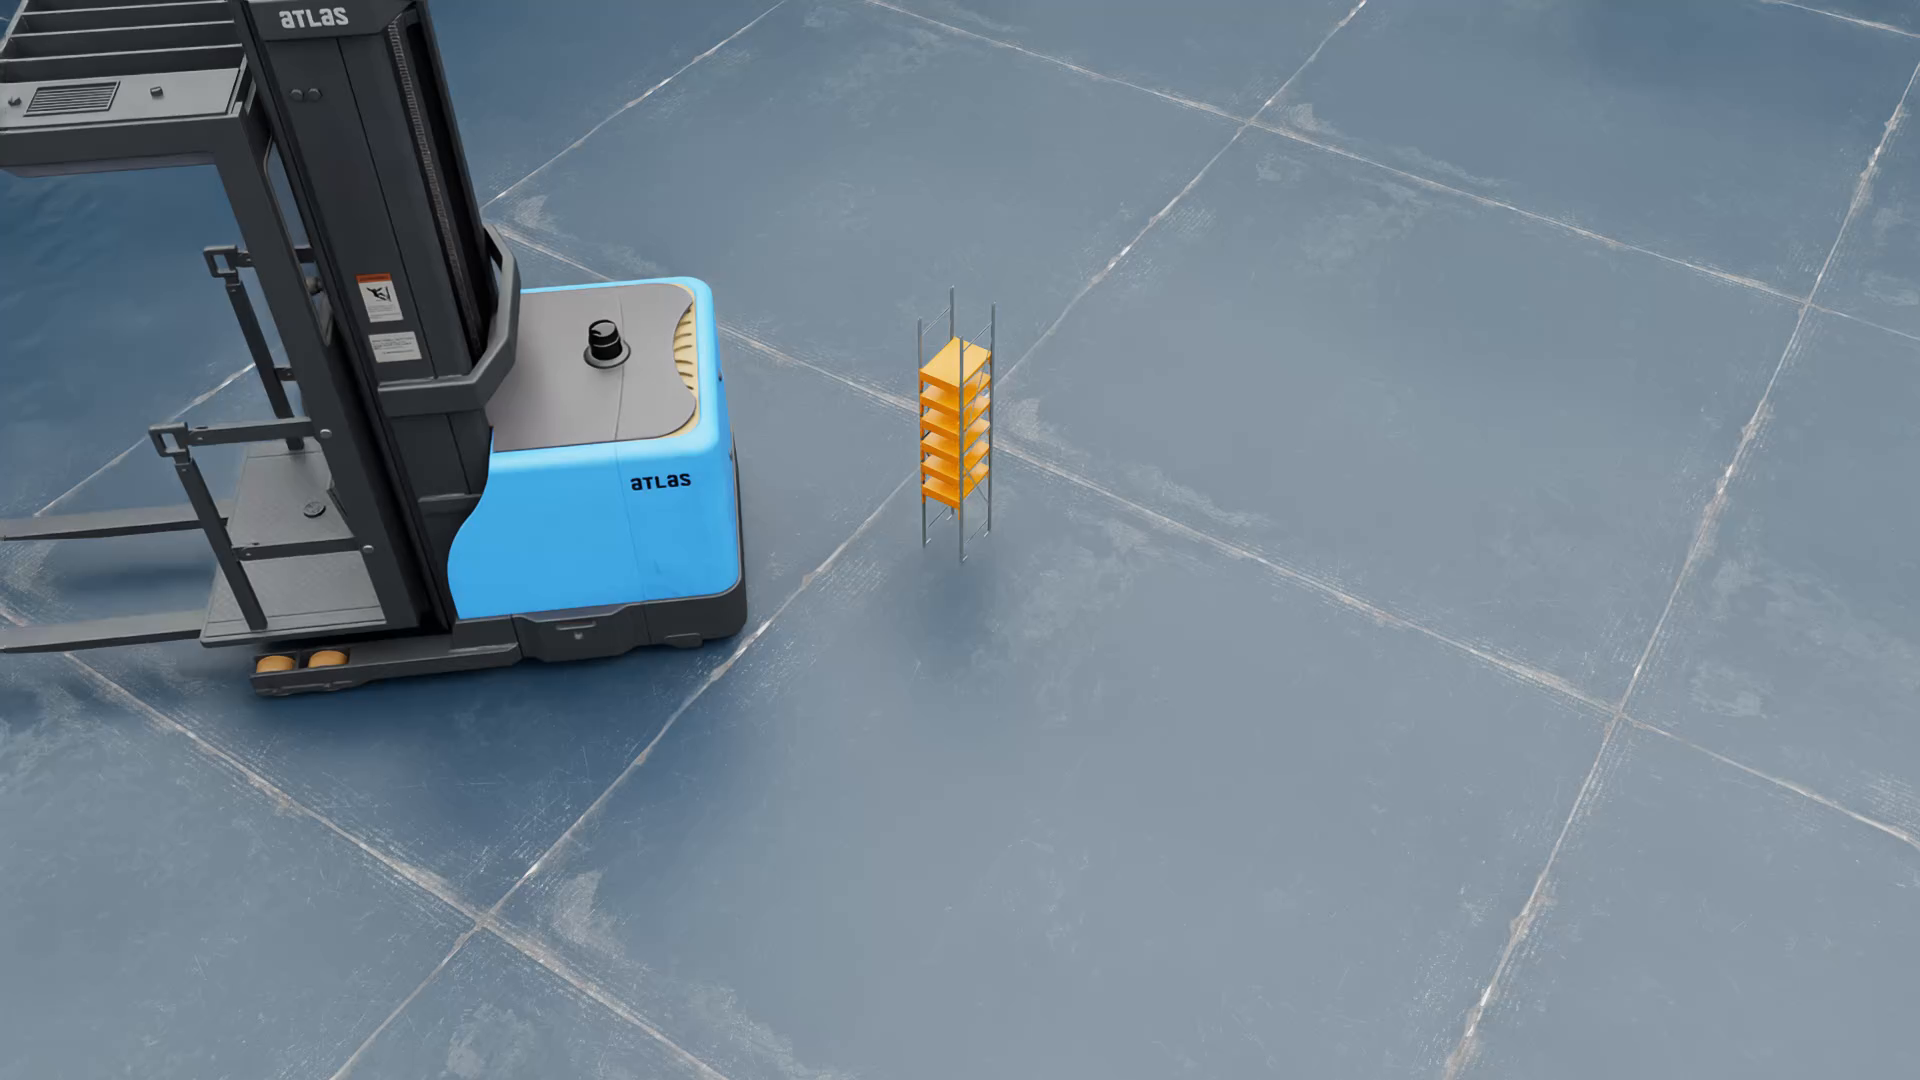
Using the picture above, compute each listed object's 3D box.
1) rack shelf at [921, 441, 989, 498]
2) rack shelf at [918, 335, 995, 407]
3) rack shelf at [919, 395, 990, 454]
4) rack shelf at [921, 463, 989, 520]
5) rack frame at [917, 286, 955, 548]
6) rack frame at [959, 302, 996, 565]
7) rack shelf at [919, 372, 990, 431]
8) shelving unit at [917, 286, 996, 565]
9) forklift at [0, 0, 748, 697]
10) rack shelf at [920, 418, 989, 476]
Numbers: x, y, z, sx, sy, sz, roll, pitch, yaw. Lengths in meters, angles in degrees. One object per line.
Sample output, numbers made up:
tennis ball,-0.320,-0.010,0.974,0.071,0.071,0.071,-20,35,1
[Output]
rack shelf,-0.012,-0.309,6.665,0.180,0.103,0.258,25,51,22
rack shelf,-0.012,-0.644,6.321,0.180,0.103,0.258,25,51,22
rack shelf,-0.012,-0.476,6.493,0.180,0.103,0.258,25,51,22
rack shelf,-0.012,-0.226,6.751,0.180,0.103,0.258,25,51,22
rack frame,-0.089,-0.459,6.581,0.006,1.200,0.240,25,51,22
rack frame,0.065,-0.388,6.513,0.006,1.200,0.240,25,51,22
rack shelf,-0.012,-0.560,6.407,0.180,0.103,0.258,25,51,22
shelving unit,-0.012,-0.424,6.547,0.189,1.200,0.258,25,51,22
forklift,-2.399,-0.827,5.732,3.031,2.935,1.130,-6,46,-5
rack shelf,-0.012,-0.393,6.579,0.180,0.103,0.258,25,51,22
